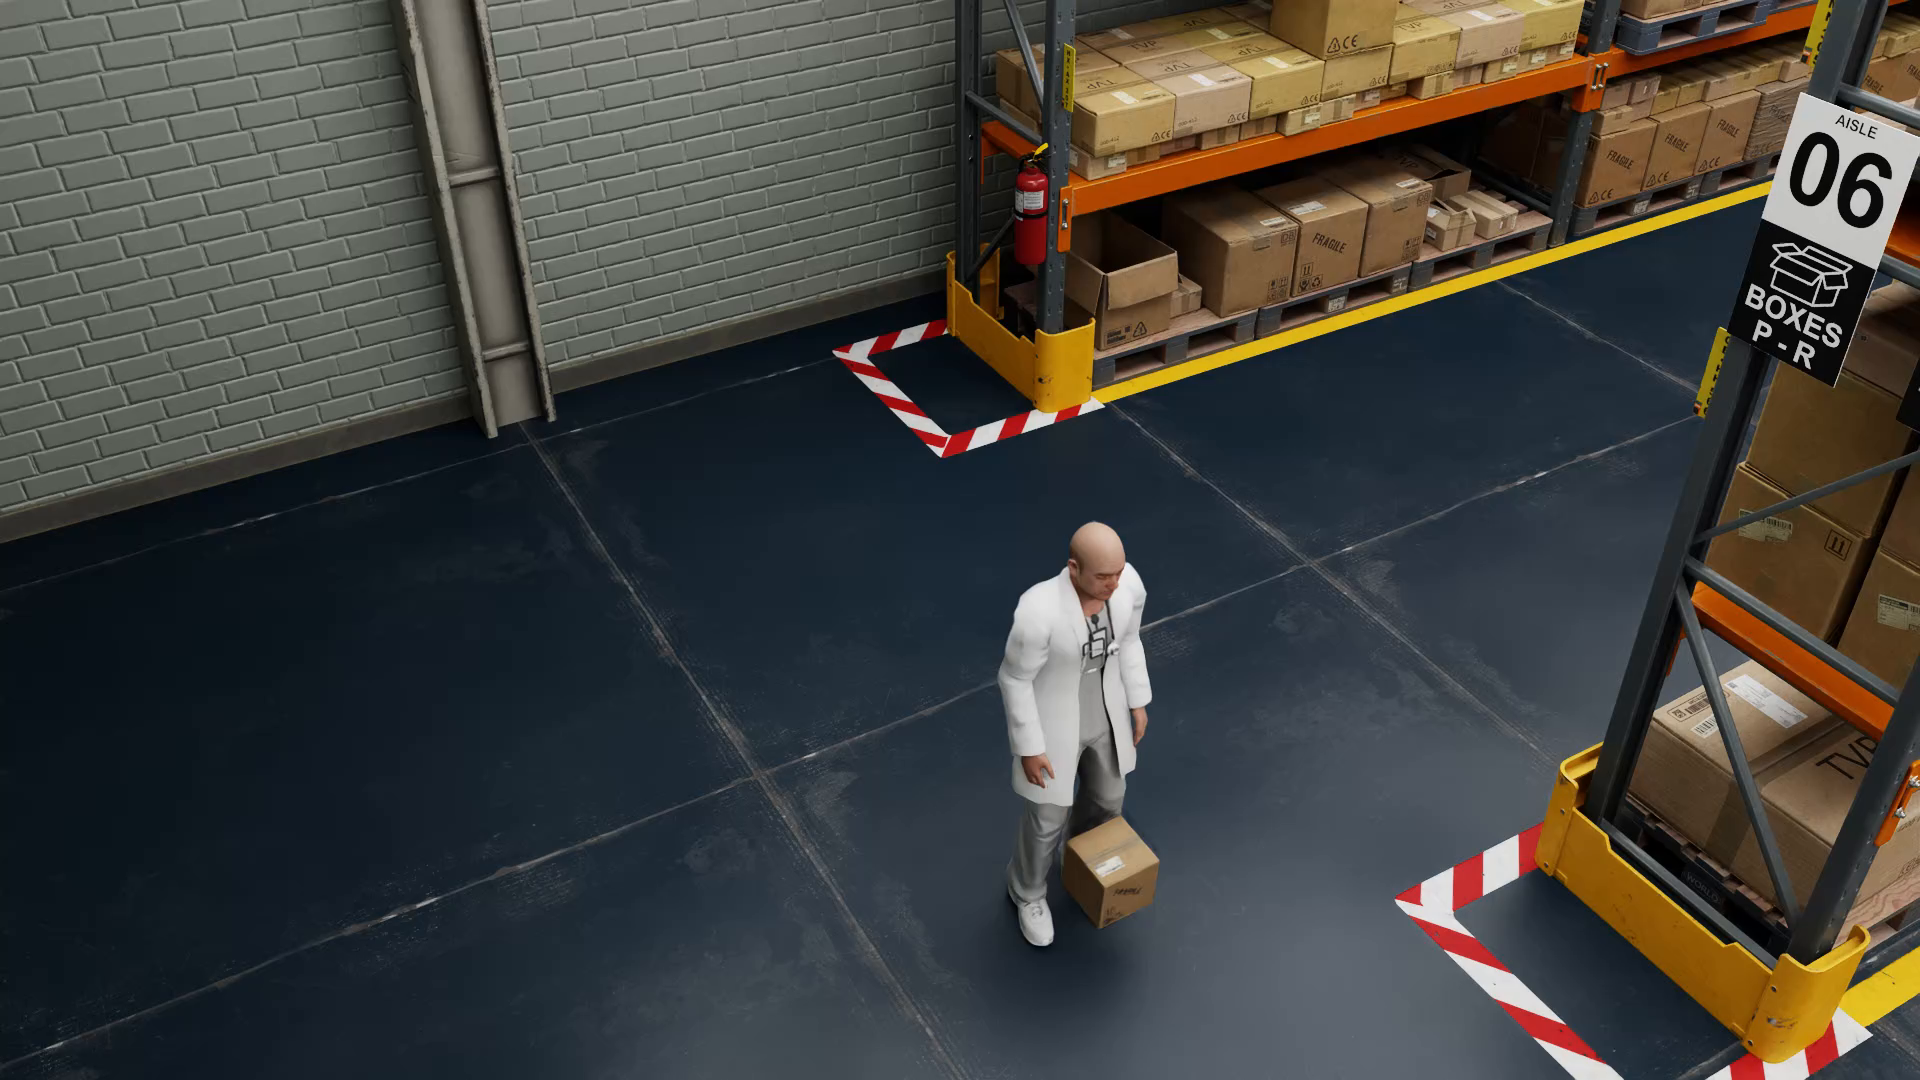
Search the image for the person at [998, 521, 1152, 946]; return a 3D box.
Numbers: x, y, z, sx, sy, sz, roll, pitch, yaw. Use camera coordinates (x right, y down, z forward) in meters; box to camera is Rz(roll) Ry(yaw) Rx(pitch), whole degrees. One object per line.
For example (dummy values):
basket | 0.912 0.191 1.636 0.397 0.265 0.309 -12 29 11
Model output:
person | 0.425 0.666 6.035 0.601 1.776 0.425 -20 41 -25
